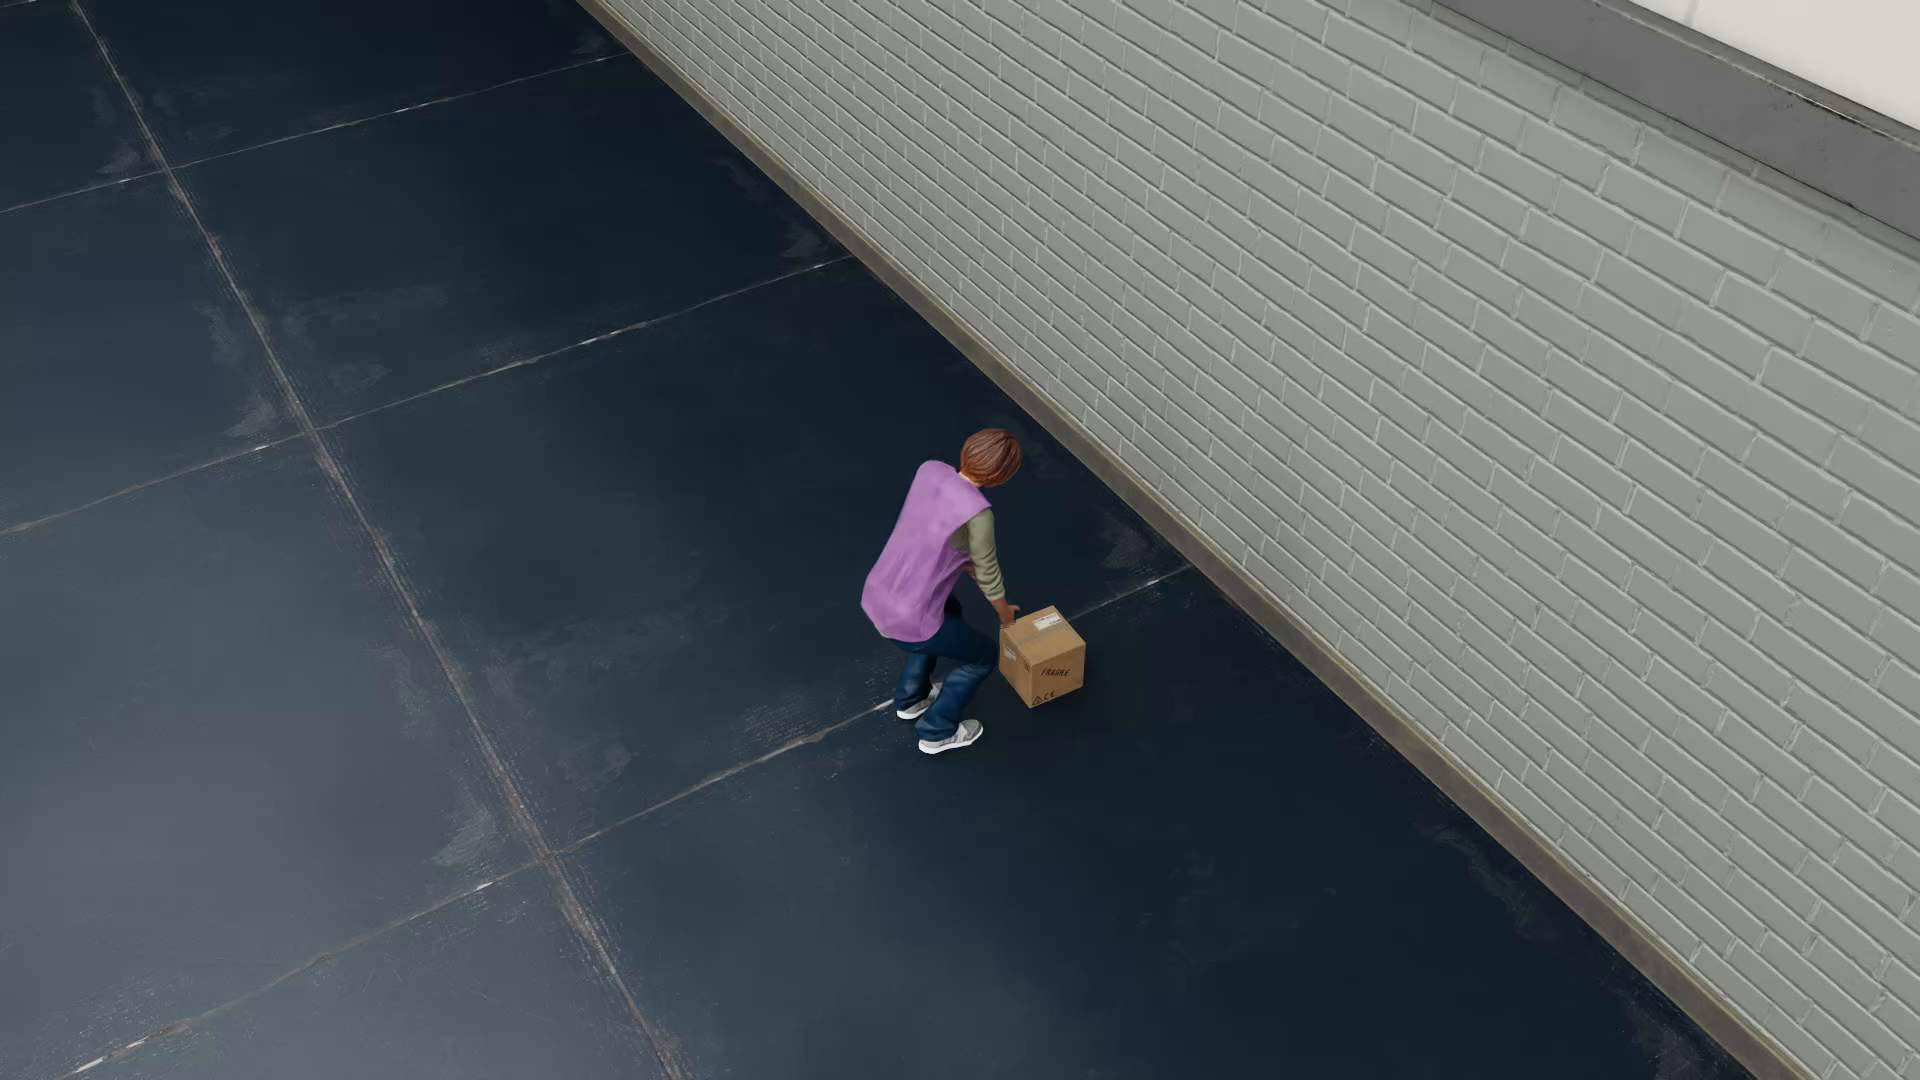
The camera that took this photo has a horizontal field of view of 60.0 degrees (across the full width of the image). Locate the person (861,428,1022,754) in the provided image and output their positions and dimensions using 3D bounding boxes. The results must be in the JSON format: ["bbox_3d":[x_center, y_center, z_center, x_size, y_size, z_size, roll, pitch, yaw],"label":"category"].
[{"bbox_3d":[-0.068,0.197,6.166,0.640,1.310,0.462,-20,45,-21],"label":"person"}]
